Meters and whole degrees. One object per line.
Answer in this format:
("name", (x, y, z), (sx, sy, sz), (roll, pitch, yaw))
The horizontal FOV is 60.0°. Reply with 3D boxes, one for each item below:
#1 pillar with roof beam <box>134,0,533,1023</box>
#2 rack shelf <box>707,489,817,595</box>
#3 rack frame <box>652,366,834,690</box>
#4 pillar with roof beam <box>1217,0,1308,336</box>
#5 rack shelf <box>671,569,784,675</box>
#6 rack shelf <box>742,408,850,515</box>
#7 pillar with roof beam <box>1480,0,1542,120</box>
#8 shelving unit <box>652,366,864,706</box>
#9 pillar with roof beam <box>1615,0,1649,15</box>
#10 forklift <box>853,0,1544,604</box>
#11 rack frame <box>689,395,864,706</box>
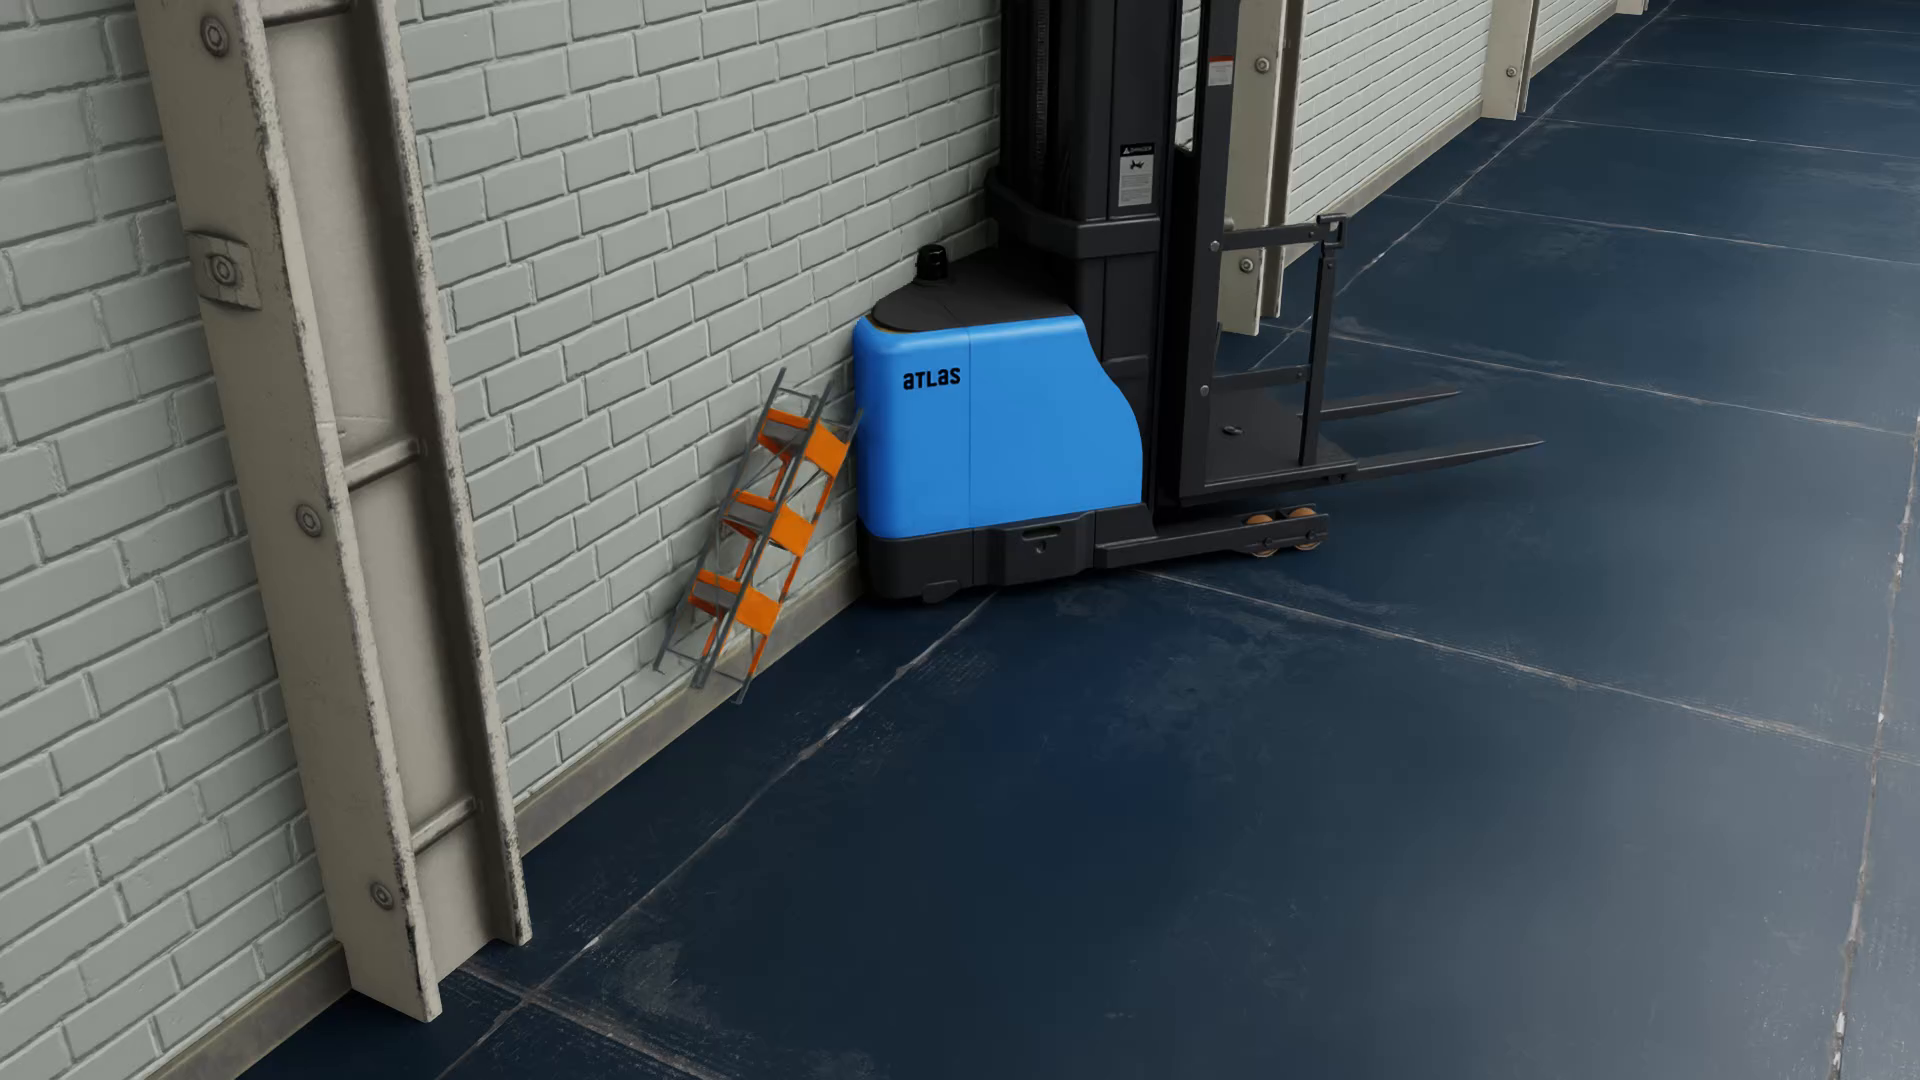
("pillar with roof beam", (2.345, -1.945, 0.583), (9.100, 9.000, 0.400), (14, 30, 26))
("rack shelf", (-0.642, -0.004, 5.331), (0.215, 0.259, 0.240), (18, -10, 25))
("rack frame", (-0.679, -0.049, 5.223), (0.200, 1.050, 0.008), (18, -10, 25))
("pillar with roof beam", (5.296, -4.283, 5.254), (9.100, 9.000, 0.400), (14, 30, 26))
("rack shelf", (-0.745, 0.250, 5.287), (0.215, 0.259, 0.240), (18, -10, 25))
("rack shelf", (-0.537, -0.264, 5.376), (0.215, 0.259, 0.240), (18, -10, 25))
("pillar with roof beam", (8.248, -6.622, 9.925), (9.100, 9.000, 0.400), (14, 30, 26))
("shelving unit", (-0.638, -0.014, 5.333), (0.215, 1.050, 0.252), (18, -10, 25))
("pillar with roof beam", (11.200, -8.960, 14.596), (9.100, 9.000, 0.400), (14, 30, 26))
("forklift", (0.954, -1.456, 6.384), (3.031, 2.935, 1.130), (-9, 28, -17))
("rack frame", (-0.597, 0.022, 5.442), (0.200, 1.050, 0.008), (18, -10, 25))
